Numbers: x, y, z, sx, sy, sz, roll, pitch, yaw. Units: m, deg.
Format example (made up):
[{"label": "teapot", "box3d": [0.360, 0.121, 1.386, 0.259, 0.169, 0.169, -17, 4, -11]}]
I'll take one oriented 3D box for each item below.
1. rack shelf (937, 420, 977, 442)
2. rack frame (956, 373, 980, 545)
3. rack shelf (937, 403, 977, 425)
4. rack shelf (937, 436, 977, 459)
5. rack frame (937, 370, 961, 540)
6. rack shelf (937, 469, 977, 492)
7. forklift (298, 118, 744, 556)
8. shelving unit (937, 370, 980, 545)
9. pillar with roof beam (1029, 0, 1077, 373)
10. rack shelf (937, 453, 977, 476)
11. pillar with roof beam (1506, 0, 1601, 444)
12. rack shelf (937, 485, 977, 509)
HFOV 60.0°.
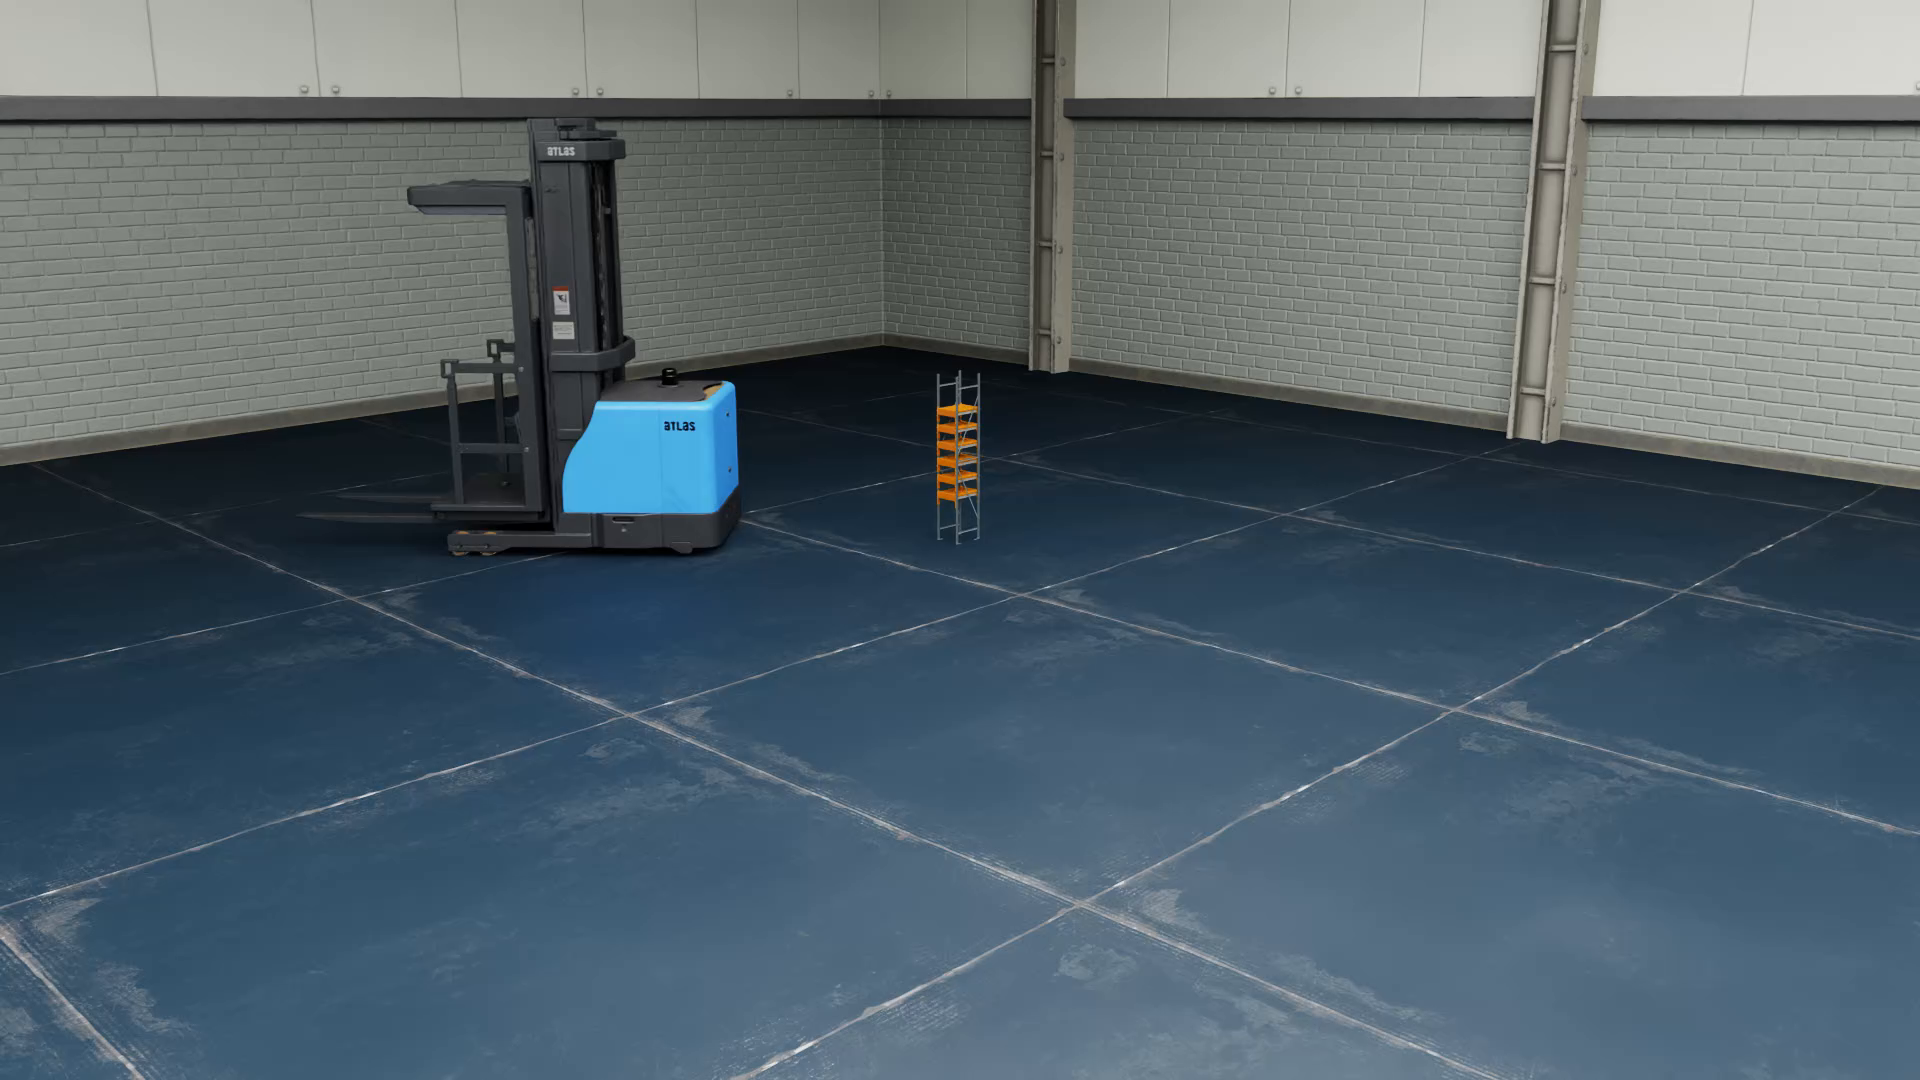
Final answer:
[{"label": "rack shelf", "box3d": [-0.010, -0.772, 11.741, 0.180, 0.103, 0.258, 14, 20, 42]}, {"label": "rack frame", "box3d": [0.055, -0.567, 11.729, 0.006, 1.200, 0.240, 14, 20, 42]}, {"label": "rack shelf", "box3d": [-0.010, -0.889, 11.711, 0.180, 0.103, 0.258, 14, 20, 42]}, {"label": "rack shelf", "box3d": [-0.010, -0.656, 11.771, 0.180, 0.103, 0.258, 14, 20, 42]}, {"label": "rack frame", "box3d": [-0.076, -0.599, 11.852, 0.006, 1.200, 0.240, 14, 20, 42]}, {"label": "rack shelf", "box3d": [-0.010, -0.424, 11.832, 0.180, 0.103, 0.258, 14, 20, 42]}, {"label": "forklift", "box3d": [-3.138, -1.440, 11.647, 3.031, 2.935, 1.130, 1, 15, 2]}, {"label": "shelving unit", "box3d": [-0.010, -0.583, 11.791, 0.189, 1.200, 0.258, 14, 20, 42]}, {"label": "pillar with roof beam", "box3d": [-1.933, -5.576, 15.483, 0.400, 9.000, 9.100, 14, 20, 42]}, {"label": "rack shelf", "box3d": [-0.010, -0.540, 11.802, 0.180, 0.103, 0.258, 14, 20, 42]}, {"label": "pillar with roof beam", "box3d": [2.386, -4.525, 11.453, 0.400, 9.000, 9.100, 14, 20, 42]}, {"label": "rack shelf", "box3d": [-0.010, -0.308, 11.862, 0.180, 0.103, 0.258, 14, 20, 42]}]
